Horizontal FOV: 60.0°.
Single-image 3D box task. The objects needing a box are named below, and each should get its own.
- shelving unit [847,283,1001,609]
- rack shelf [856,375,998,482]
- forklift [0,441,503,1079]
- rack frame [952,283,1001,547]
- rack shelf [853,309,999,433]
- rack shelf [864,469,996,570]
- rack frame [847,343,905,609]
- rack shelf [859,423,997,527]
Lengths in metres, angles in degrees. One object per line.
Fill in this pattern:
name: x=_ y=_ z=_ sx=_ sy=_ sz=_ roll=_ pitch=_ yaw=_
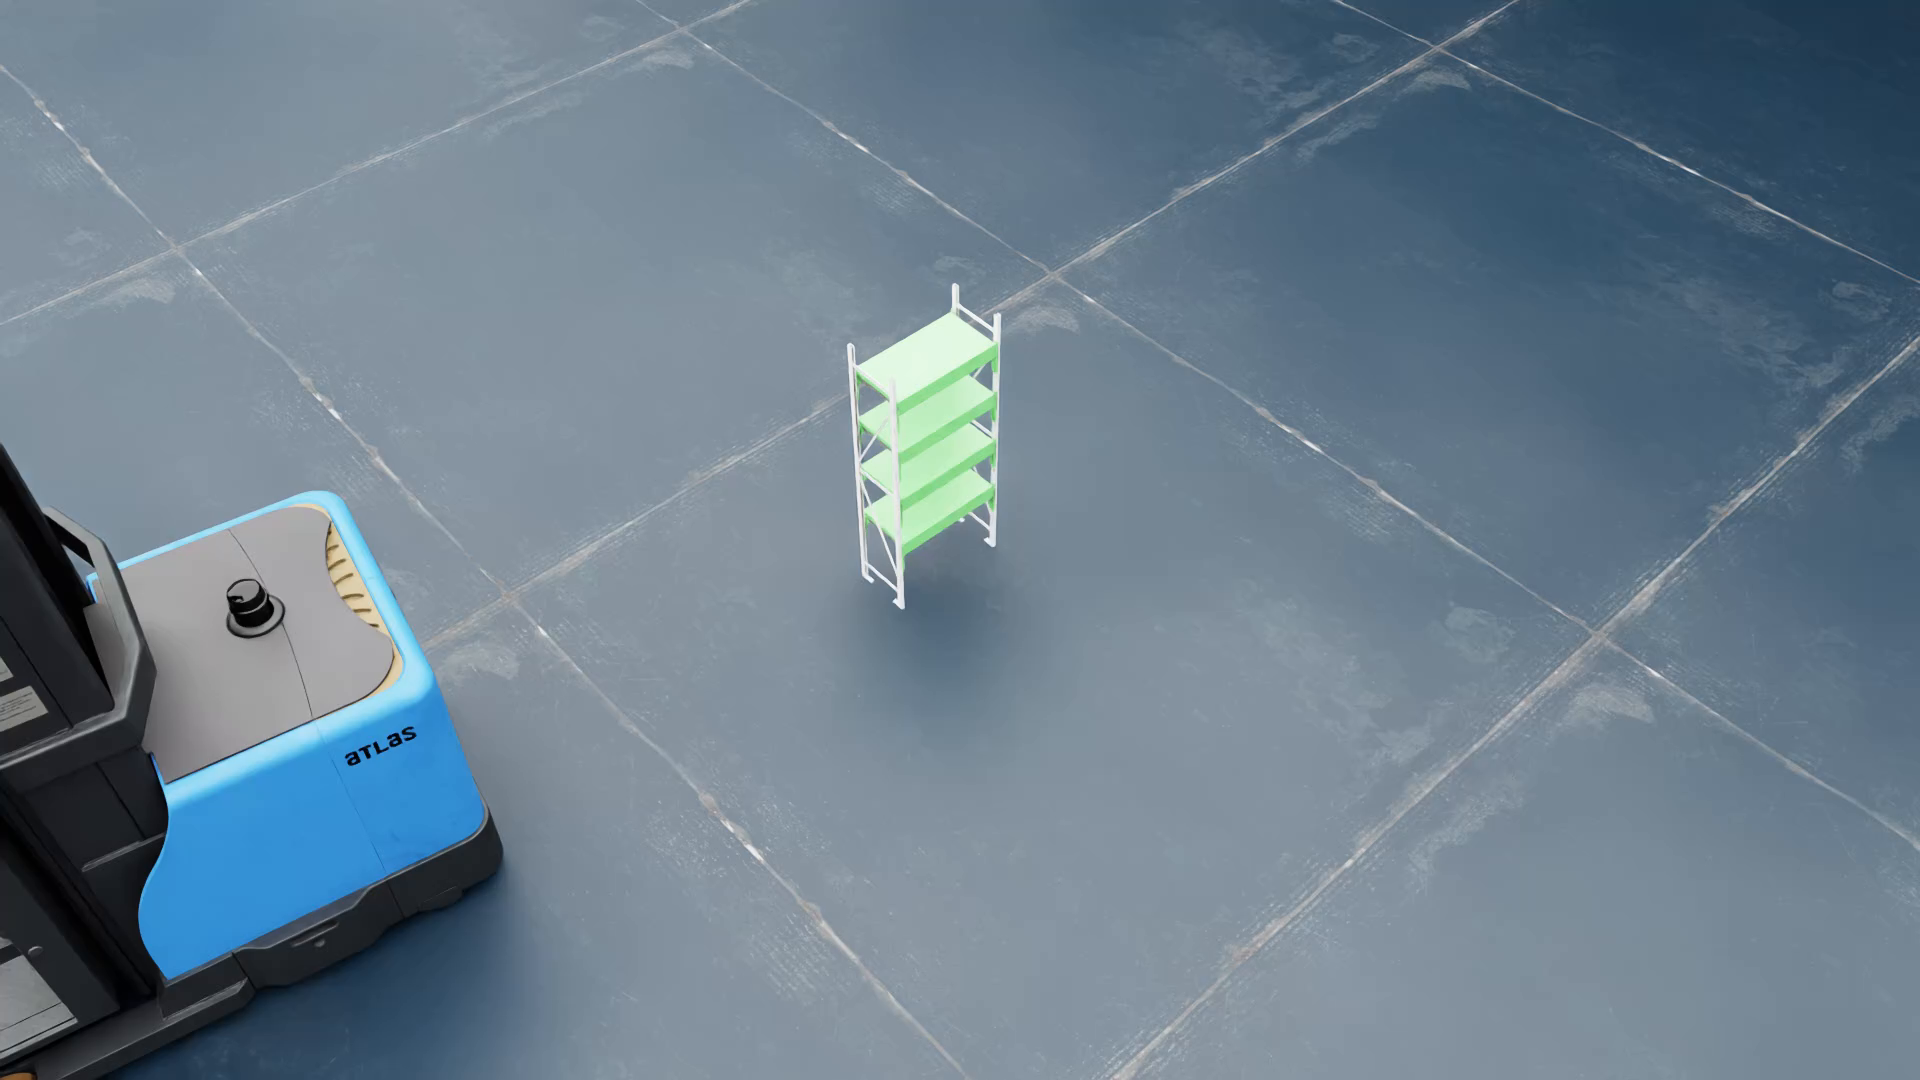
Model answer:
shelving unit: x=-0.122 y=-0.325 z=6.234 sx=0.503 sy=1.200 sz=0.258 roll=-34 pitch=56 yaw=-27
rack shelf: x=-0.122 y=-0.444 z=6.104 sx=0.480 sy=0.148 sz=0.258 roll=-34 pitch=56 yaw=-27
forklift: x=-3.077 y=0.422 z=4.366 sx=3.031 sy=2.935 sz=1.130 roll=-25 pitch=52 yaw=-21
rack frame: x=0.058 y=-0.446 z=6.345 sx=0.015 sy=1.200 sz=0.240 roll=-34 pitch=56 yaw=-27
rack shelf: x=-0.122 y=-0.607 z=5.928 sx=0.480 sy=0.148 sz=0.258 roll=-34 pitch=56 yaw=-27
rack shelf: x=-0.122 y=-0.119 z=6.457 sx=0.480 sy=0.148 sz=0.258 roll=-34 pitch=56 yaw=-27
rack frame: x=-0.303 y=-0.204 z=6.122 sx=0.015 sy=1.200 sz=0.240 roll=-34 pitch=56 yaw=-27
rack shelf: x=-0.122 y=-0.282 z=6.280 sx=0.480 sy=0.148 sz=0.258 roll=-34 pitch=56 yaw=-27
